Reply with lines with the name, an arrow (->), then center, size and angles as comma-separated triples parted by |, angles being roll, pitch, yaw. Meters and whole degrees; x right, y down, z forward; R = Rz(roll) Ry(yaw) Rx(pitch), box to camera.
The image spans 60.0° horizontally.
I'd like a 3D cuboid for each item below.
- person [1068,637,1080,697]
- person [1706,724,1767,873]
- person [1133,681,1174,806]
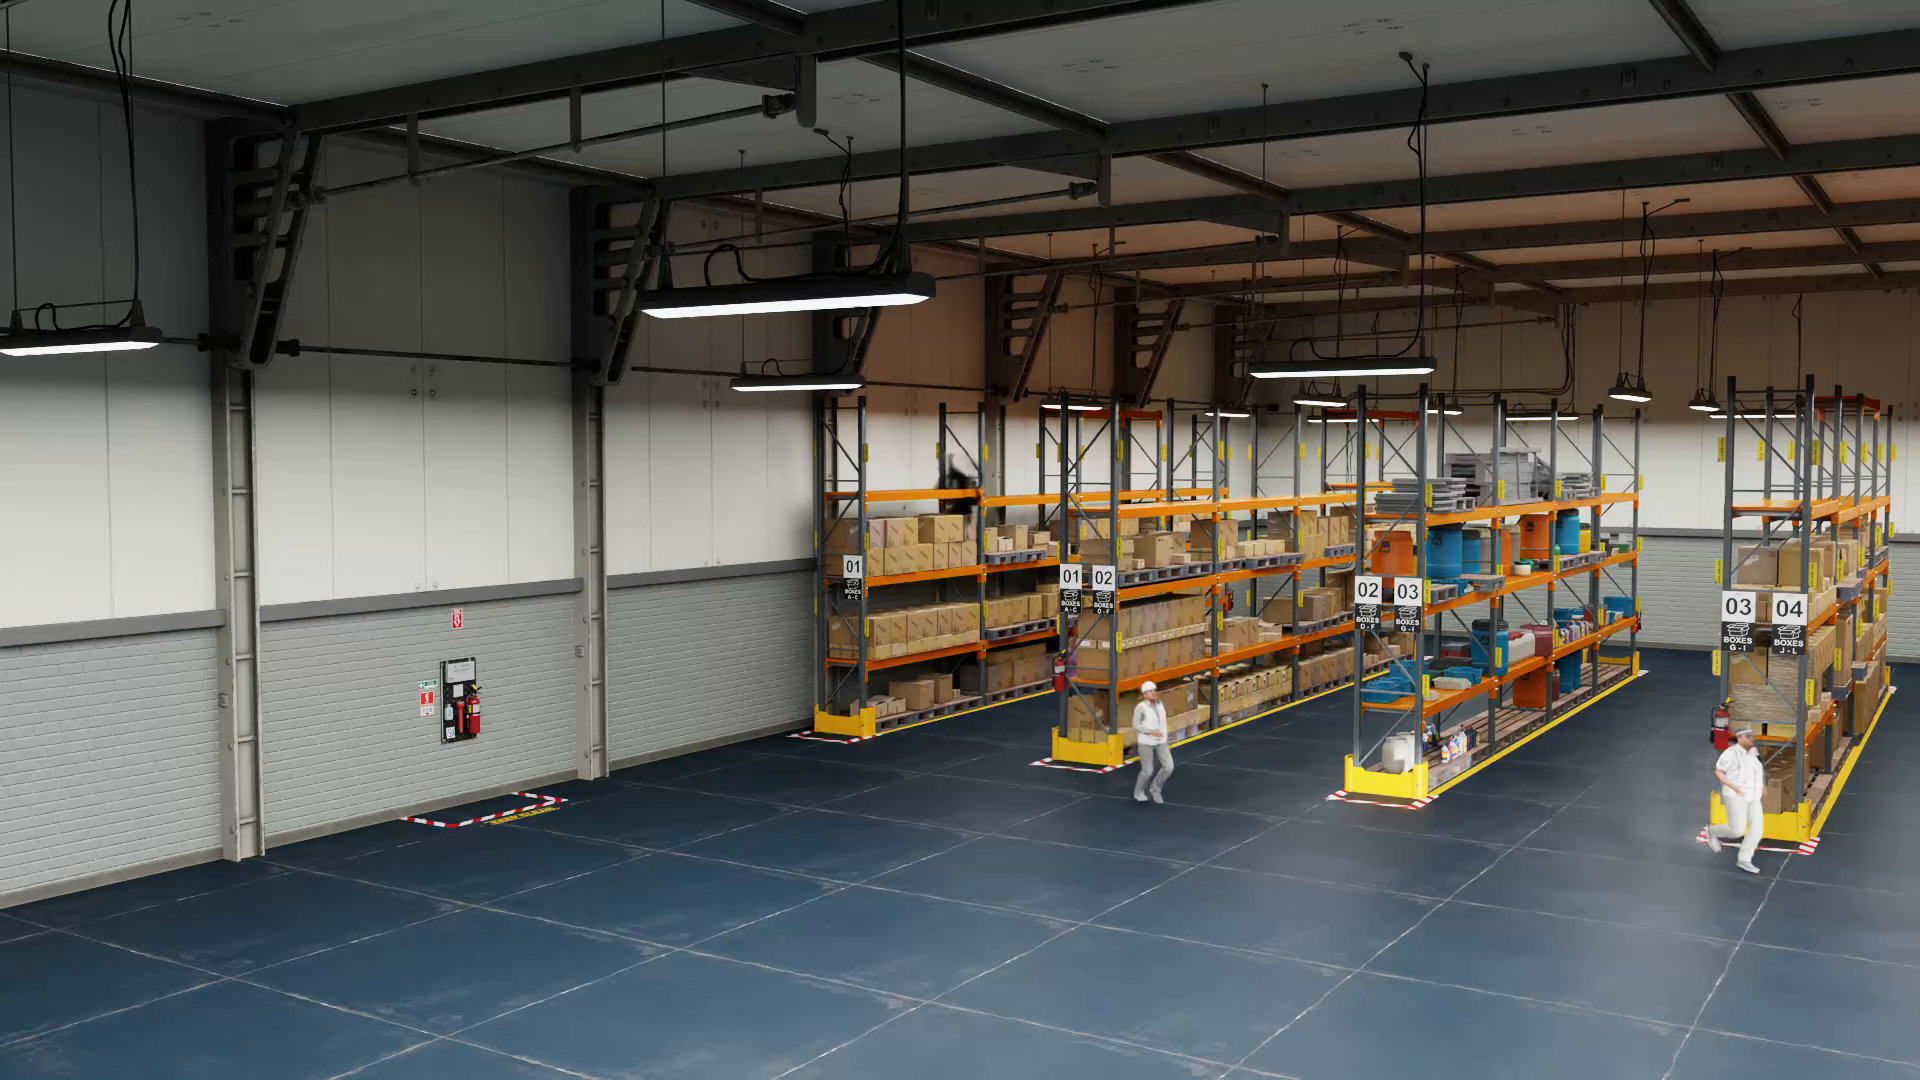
person -> 2.092, 2.535, 30.212 | 0.537, 1.568, 0.506 | 2, 4, 36
person -> 9.443, 3.089, 20.117 | 0.670, 1.762, 0.764 | -1, 3, -17
person -> 2.725, 2.888, 23.633 | 0.631, 1.770, 0.667 | -2, 3, -28
